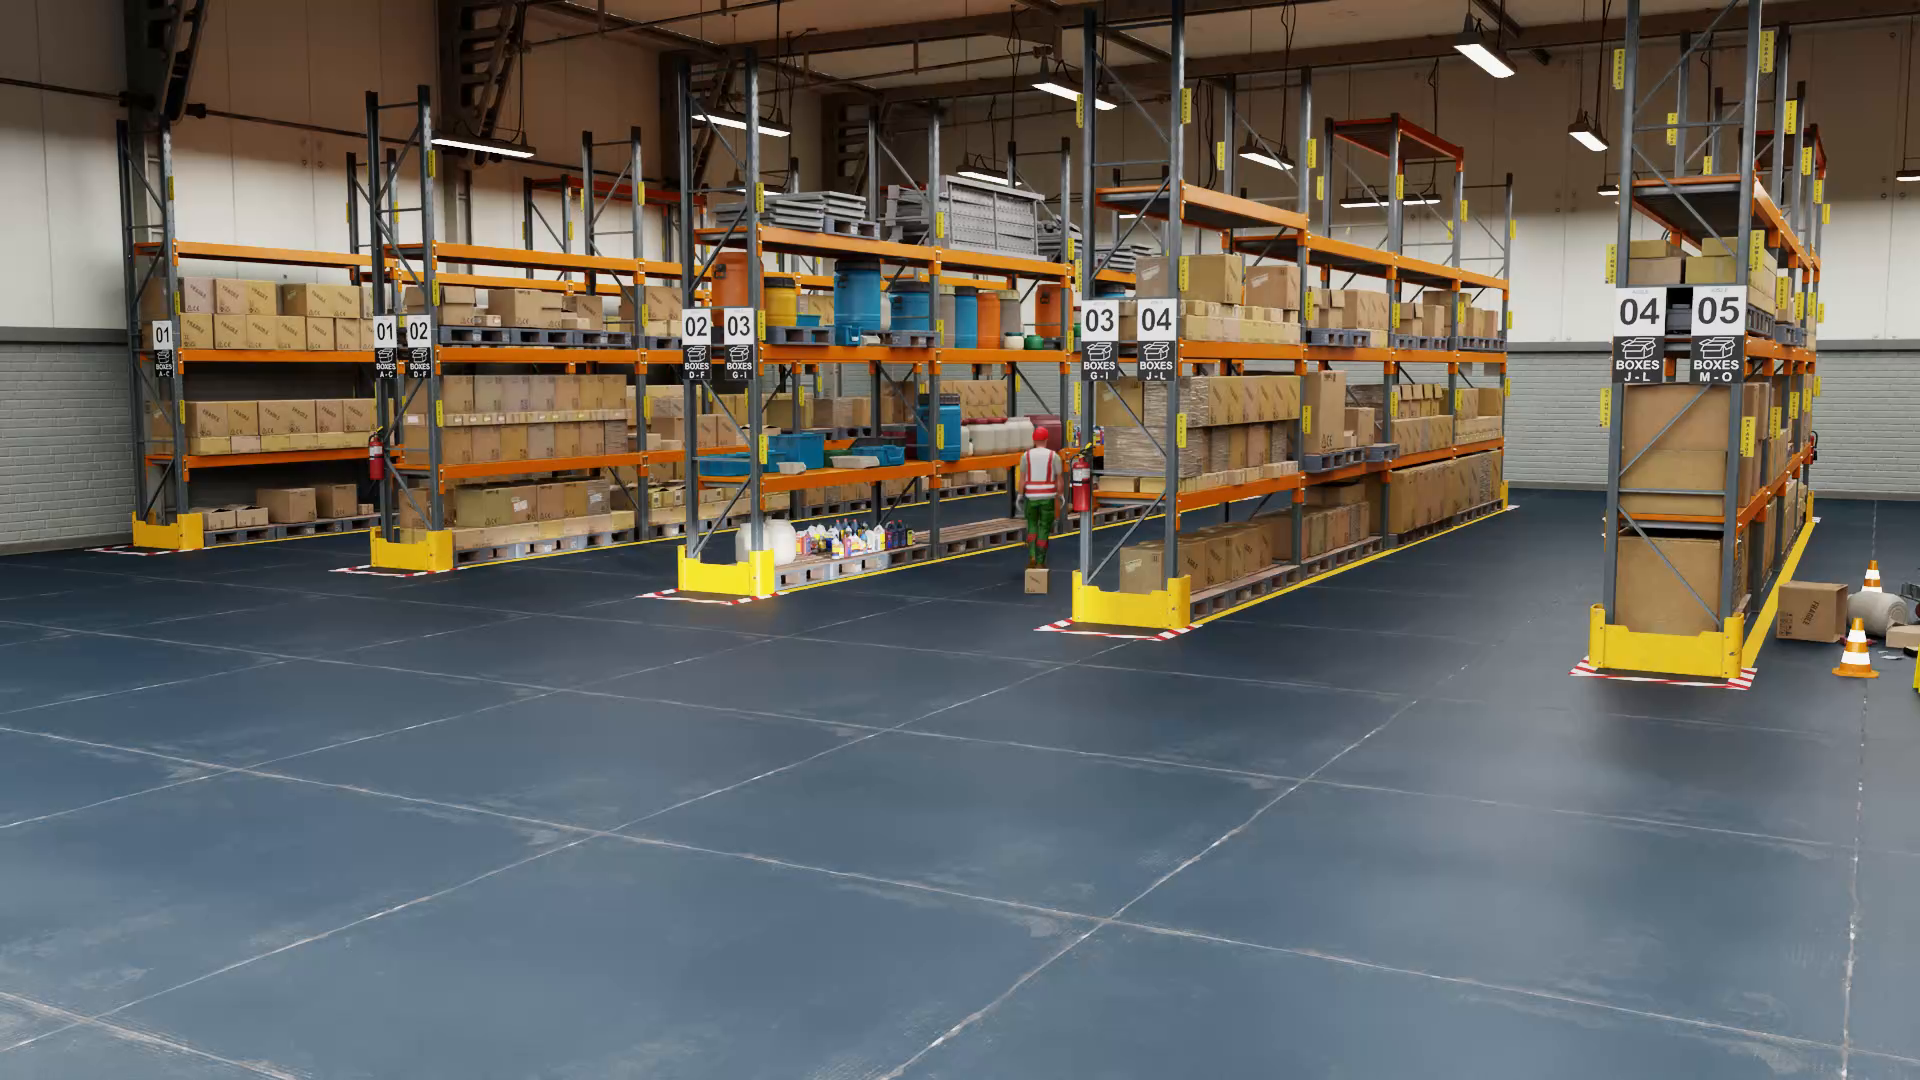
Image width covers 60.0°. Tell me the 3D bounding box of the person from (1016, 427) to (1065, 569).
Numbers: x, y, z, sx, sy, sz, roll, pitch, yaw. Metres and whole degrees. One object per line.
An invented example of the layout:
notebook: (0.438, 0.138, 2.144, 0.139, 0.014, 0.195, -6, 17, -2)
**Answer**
person: (1.015, -0.504, 20.869, 0.589, 1.841, 0.505, 1, 6, 14)
